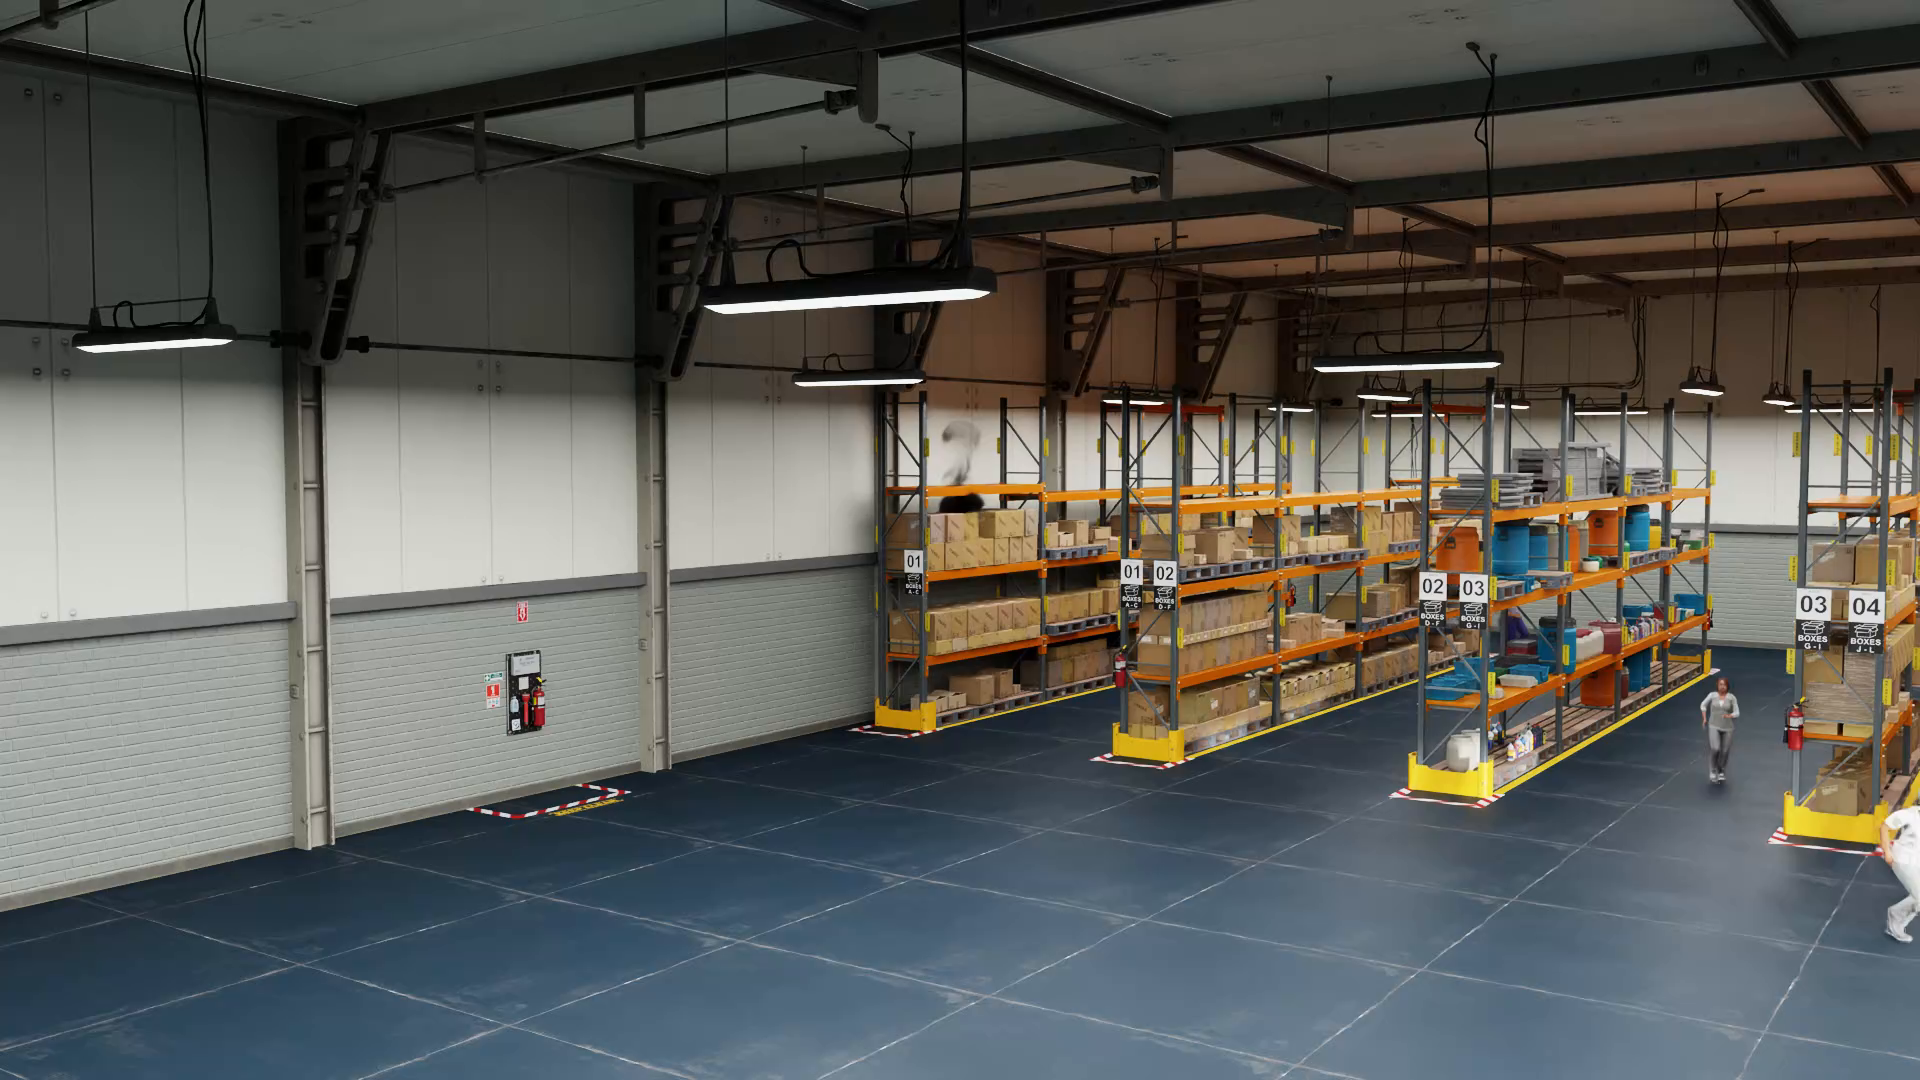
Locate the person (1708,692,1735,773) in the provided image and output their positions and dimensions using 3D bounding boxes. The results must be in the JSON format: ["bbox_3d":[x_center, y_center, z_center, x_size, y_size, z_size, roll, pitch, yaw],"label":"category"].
[{"bbox_3d":[11.300,2.877,24.695,0.359,1.245,0.598,1,3,19],"label":"person"}]

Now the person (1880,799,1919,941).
[{"bbox_3d":[9.620,3.273,16.701,0.571,1.580,0.665,-1,3,-21],"label":"person"}]

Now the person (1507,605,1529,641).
[{"bbox_3d":[13.349,2.089,40.077,0.604,1.478,0.597,-2,4,-36],"label":"person"}]
